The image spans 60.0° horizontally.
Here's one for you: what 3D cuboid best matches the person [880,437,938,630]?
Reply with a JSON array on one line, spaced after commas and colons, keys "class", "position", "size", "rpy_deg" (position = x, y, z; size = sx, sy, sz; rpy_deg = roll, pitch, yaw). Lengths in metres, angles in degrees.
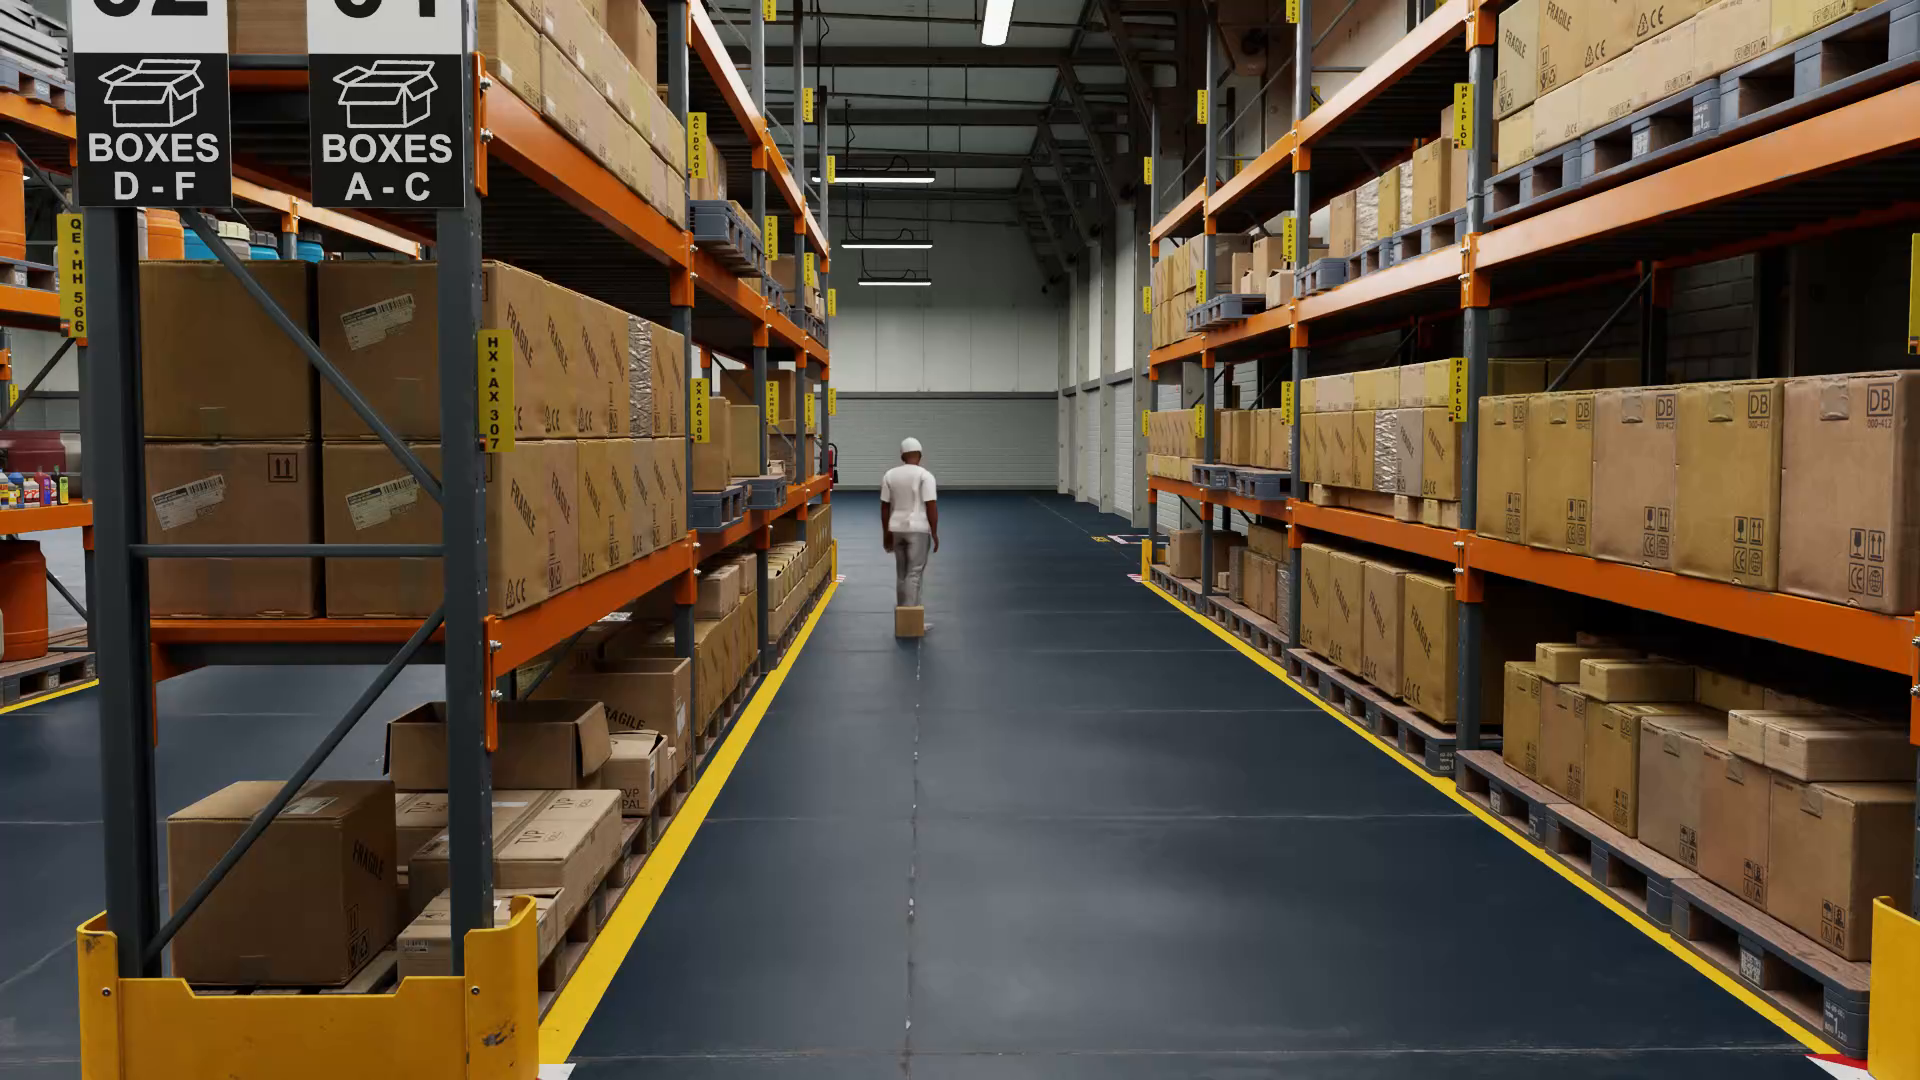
[{"class": "person", "position": [-0.443, -0.053, 15.245], "size": [0.586, 1.771, 0.552], "rpy_deg": [3, 5, 36]}]
